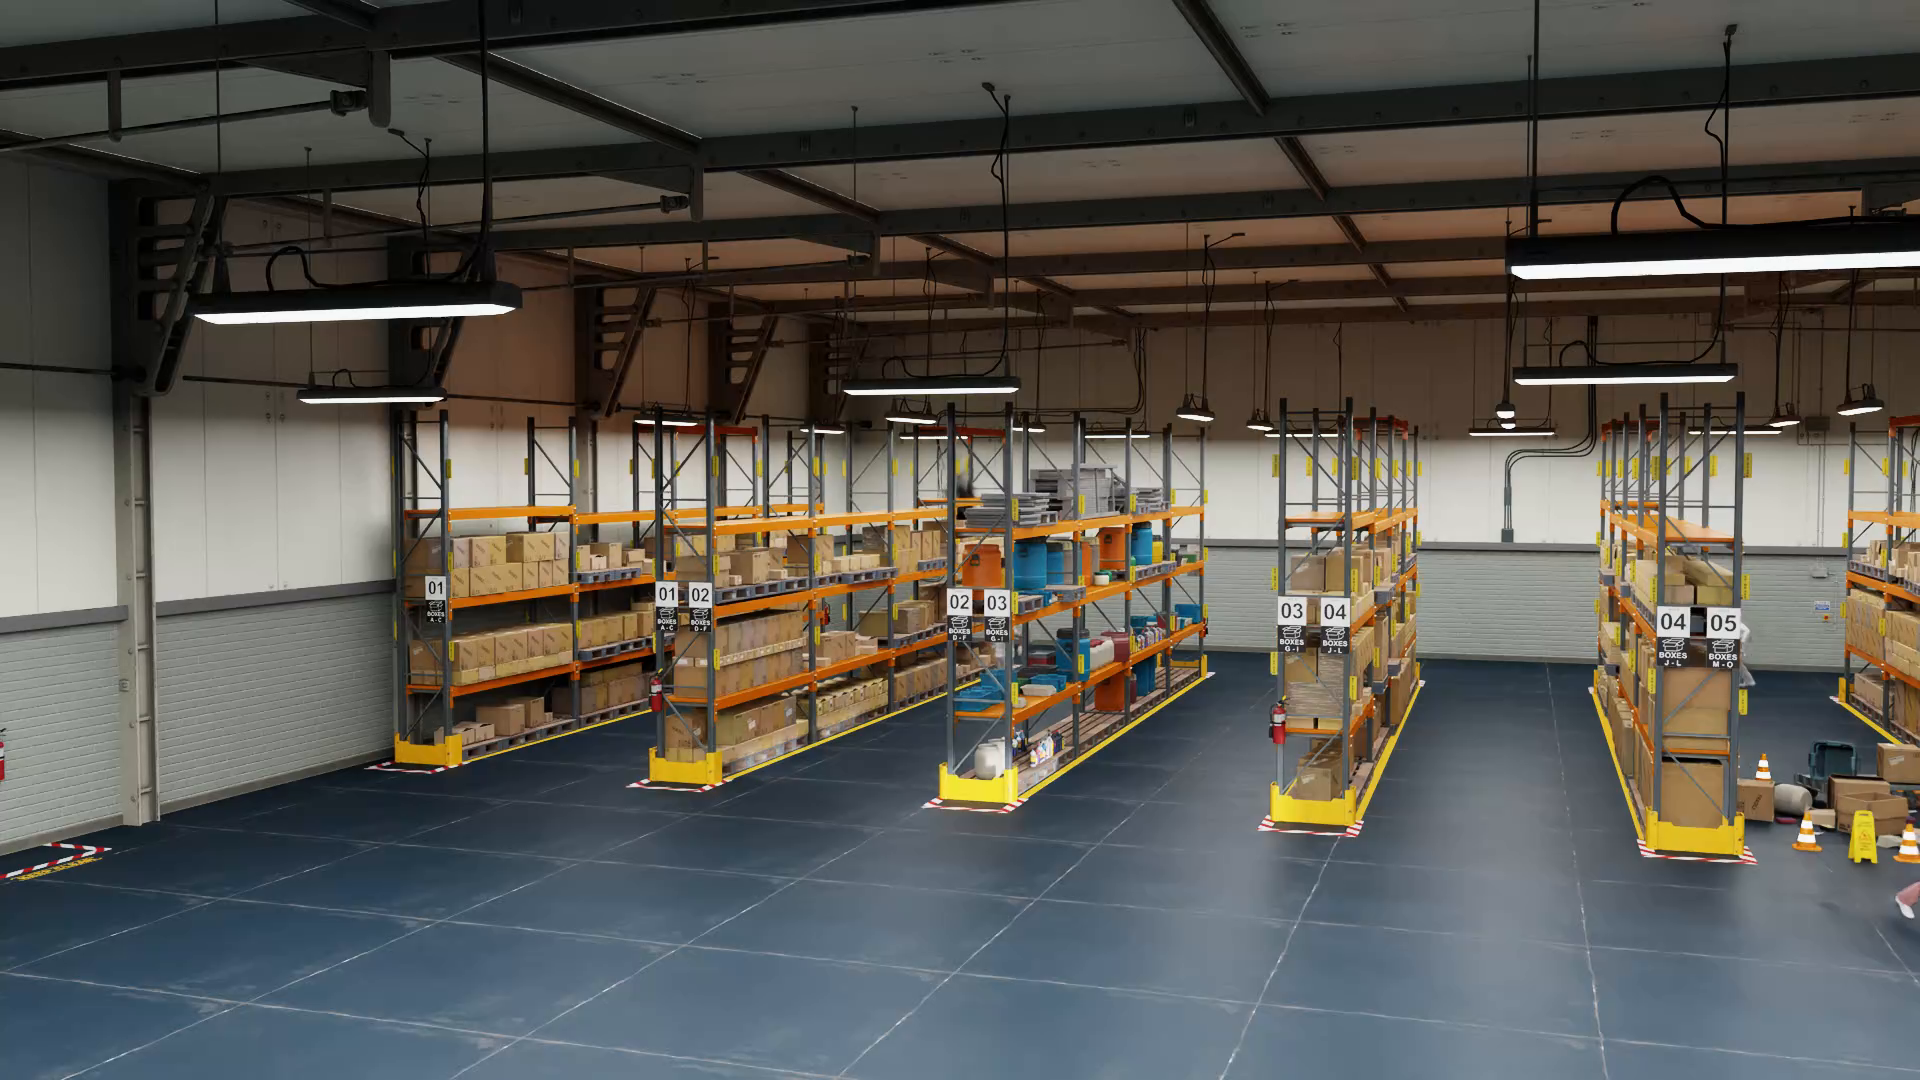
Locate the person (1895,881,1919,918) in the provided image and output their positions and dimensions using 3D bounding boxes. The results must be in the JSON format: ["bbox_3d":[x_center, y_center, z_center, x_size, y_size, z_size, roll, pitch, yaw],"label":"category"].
[{"bbox_3d":[10.603,3.451,17.949,0.614,1.624,0.995,-1,3,-30],"label":"person"}]

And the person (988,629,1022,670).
[{"bbox_3d":[0.970,2.585,36.090,0.716,1.854,0.878,1,3,15],"label":"person"}]

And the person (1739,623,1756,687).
[{"bbox_3d":[17.519,2.504,37.615,0.951,1.796,0.725,1,3,18],"label":"person"}]
